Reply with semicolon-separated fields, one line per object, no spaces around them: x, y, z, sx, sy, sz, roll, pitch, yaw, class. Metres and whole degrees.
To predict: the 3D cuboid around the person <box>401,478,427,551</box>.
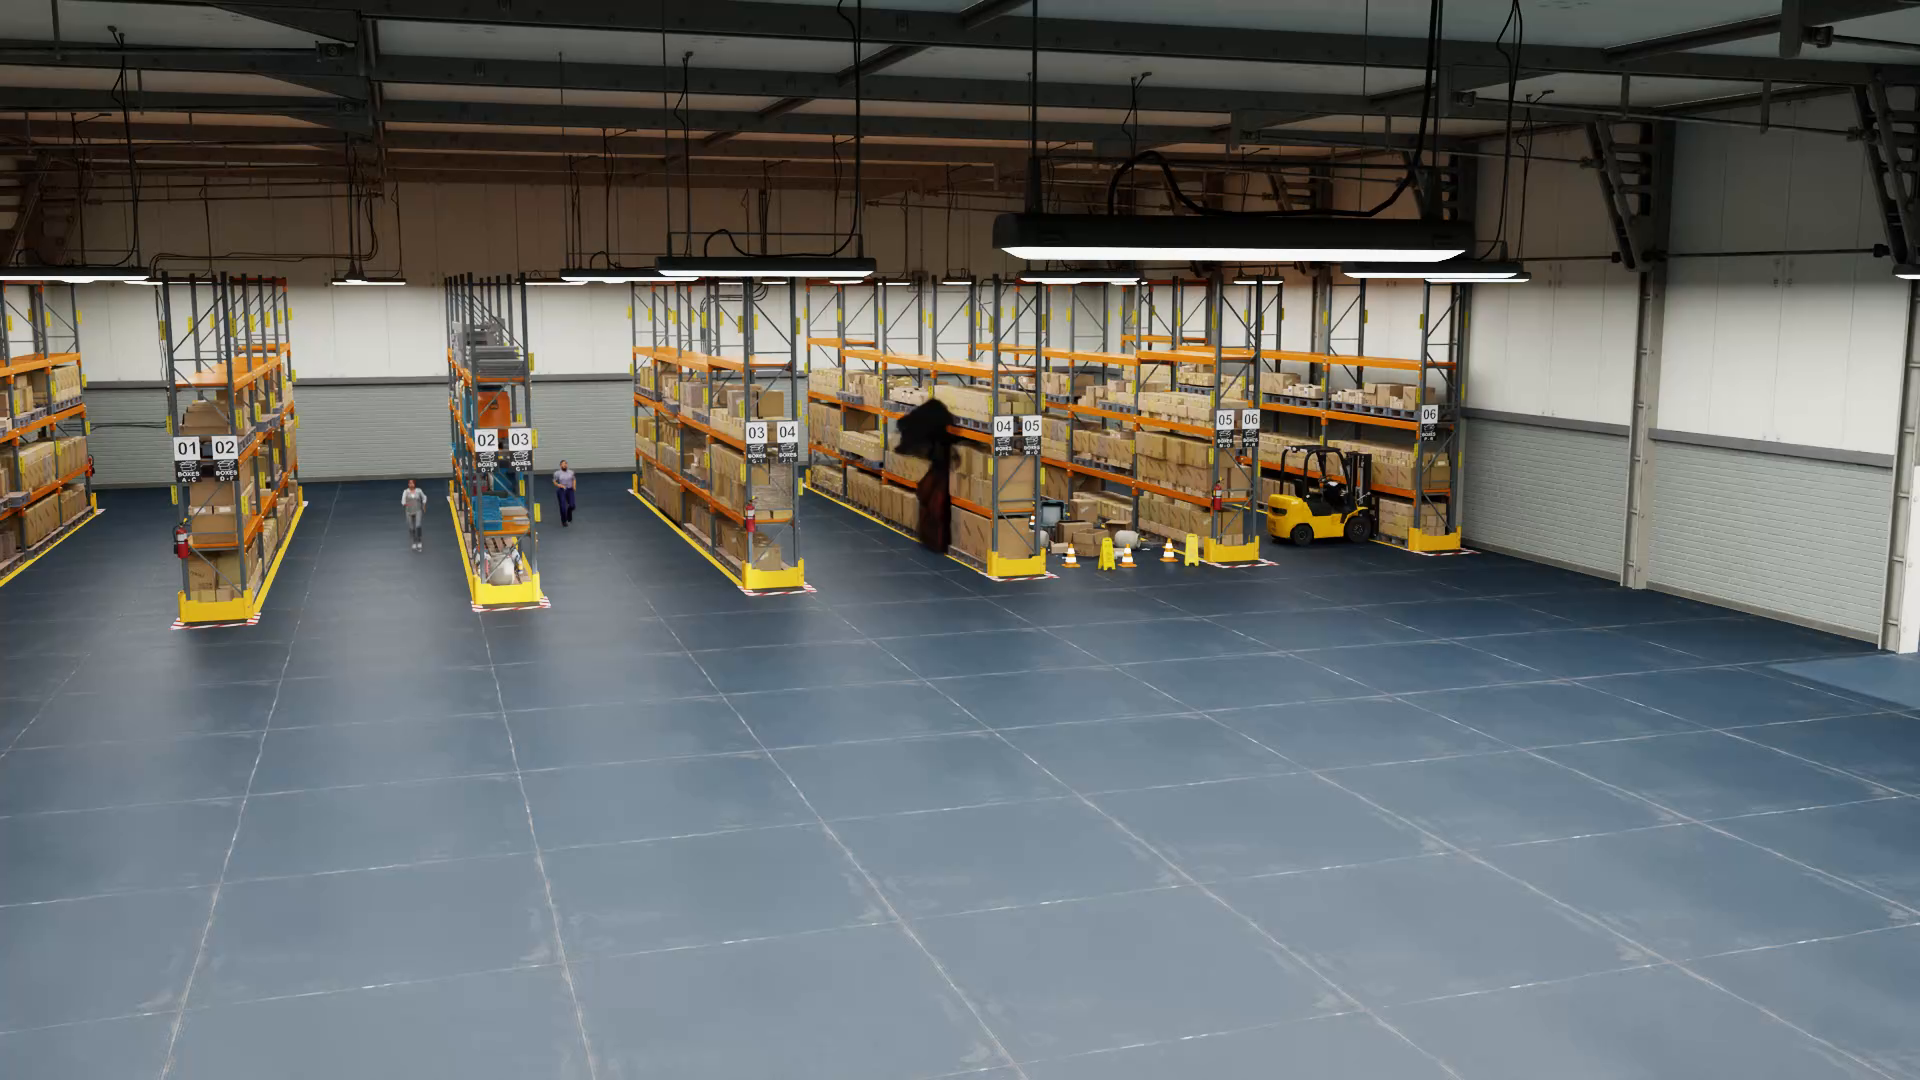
-11.960;-0.555;36.447;0.508;1.604;0.667;-2;9;-13;person

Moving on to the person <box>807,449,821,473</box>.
-4.290;-2.556;49.654;0.511;1.636;0.709;-2;9;-14;person

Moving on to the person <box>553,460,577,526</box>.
-9.547;-1.137;40.302;0.600;1.608;0.539;-4;10;-27;person

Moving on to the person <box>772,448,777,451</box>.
-5.402;-2.304;47.584;0.705;1.750;0.686;0;9;2;person
